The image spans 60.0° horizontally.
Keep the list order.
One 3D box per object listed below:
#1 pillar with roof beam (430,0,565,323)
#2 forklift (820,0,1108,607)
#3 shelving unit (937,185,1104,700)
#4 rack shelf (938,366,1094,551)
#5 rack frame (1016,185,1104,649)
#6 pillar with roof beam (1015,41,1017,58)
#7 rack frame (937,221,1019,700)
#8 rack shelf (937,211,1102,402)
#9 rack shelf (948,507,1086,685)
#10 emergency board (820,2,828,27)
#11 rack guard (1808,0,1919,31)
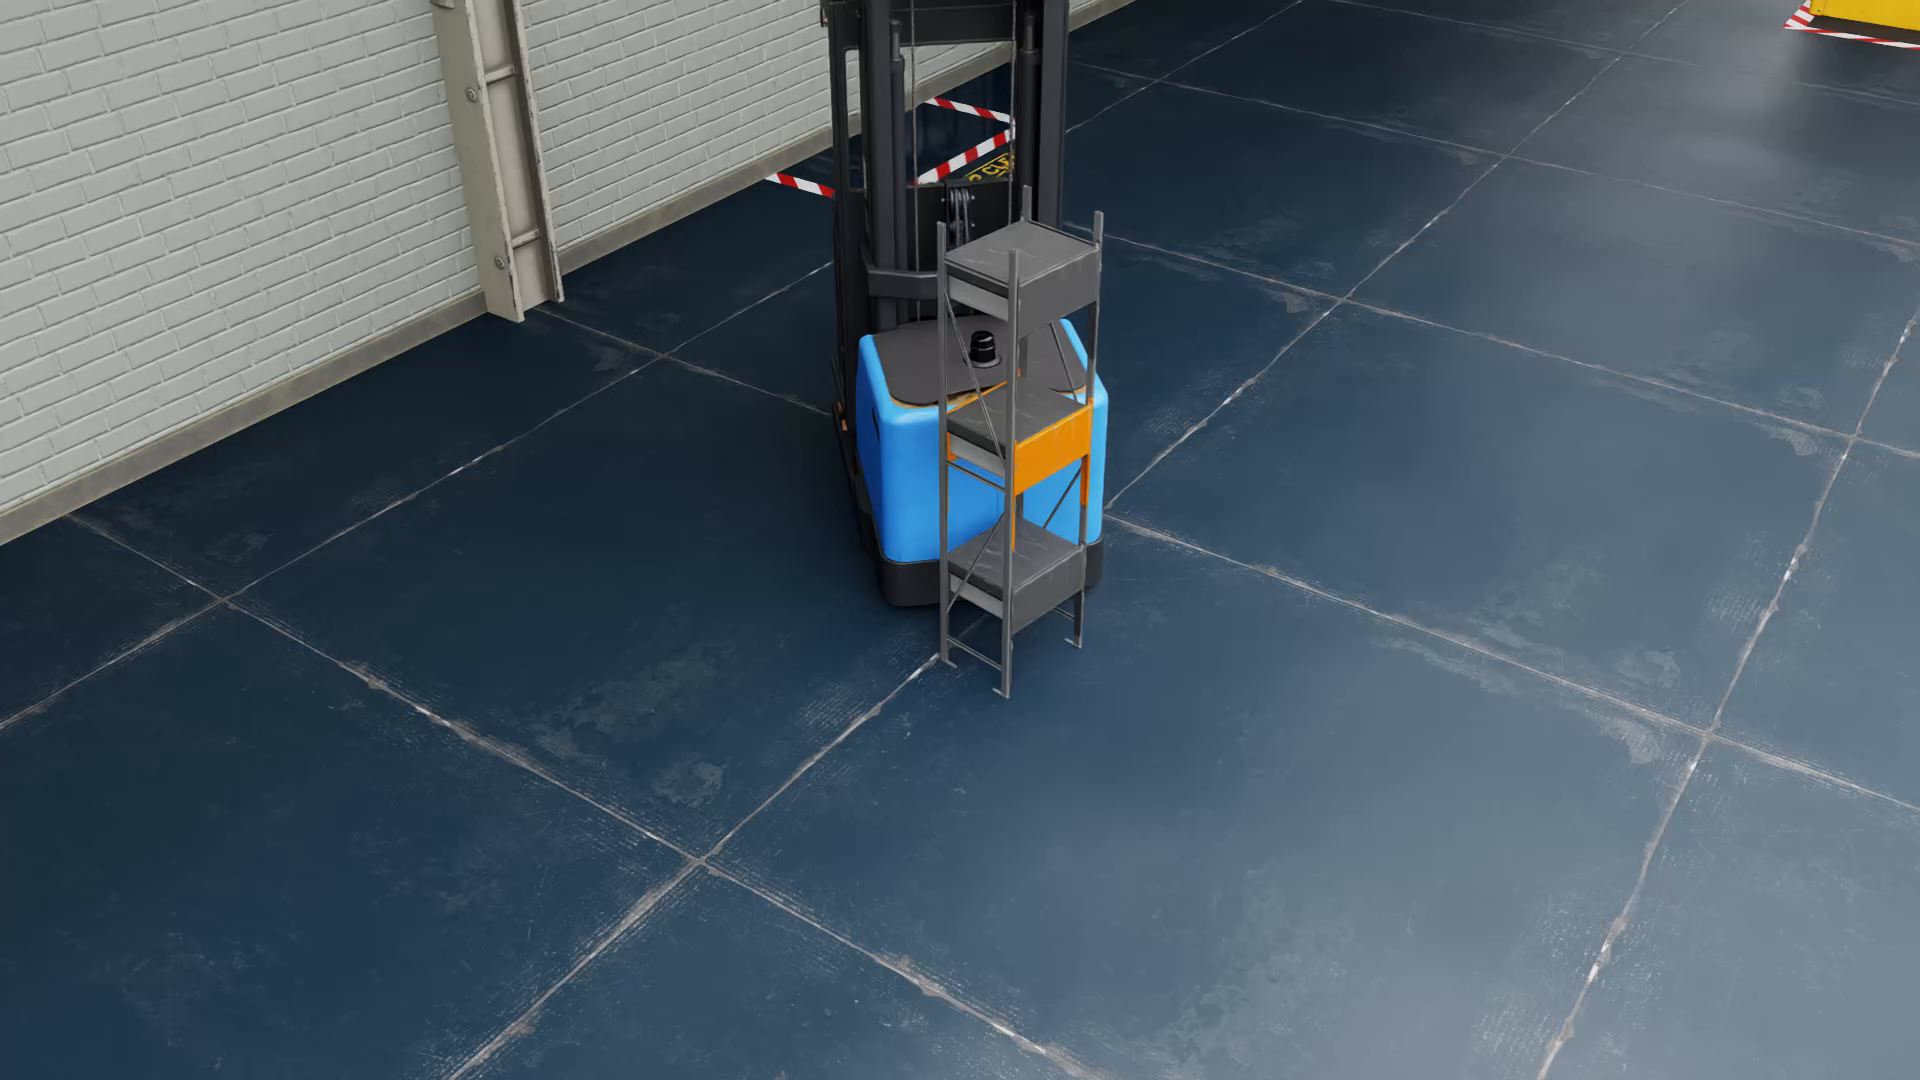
[{"bbox_3d":[0.806,-3.829,5.878,9.100,9.000,0.400,21,39,28],"label":"pillar with roof beam"},{"bbox_3d":[-0.095,-1.724,8.183,1.130,2.935,3.031,-6,34,-8],"label":"forklift"},{"bbox_3d":[0.231,-0.355,6.900,0.431,2.100,0.503,28,43,35],"label":"shelving unit"},{"bbox_3d":[0.231,-0.343,6.908,0.431,0.518,0.480,28,43,35],"label":"rack shelf"},{"bbox_3d":[0.398,-0.454,7.047,0.400,2.100,0.015,28,43,35],"label":"rack frame"},{"bbox_3d":[4.228,-6.590,9.961,9.100,9.000,0.400,21,39,28],"label":"pillar with roof beam"},{"bbox_3d":[0.064,-0.255,6.753,0.400,2.100,0.015,28,43,35],"label":"rack frame"},{"bbox_3d":[0.231,-0.923,6.515,0.431,0.518,0.480,28,43,35],"label":"rack shelf"},{"bbox_3d":[0.231,0.237,7.300,0.431,0.518,0.480,28,43,35],"label":"rack shelf"},{"bbox_3d":[-0.750,-4.355,12.012,0.194,1.169,0.643,21,39,28],"label":"emergency board"},{"bbox_3d":[8.481,-5.015,15.220,1.175,0.500,0.348,21,39,28],"label":"rack guard"}]
